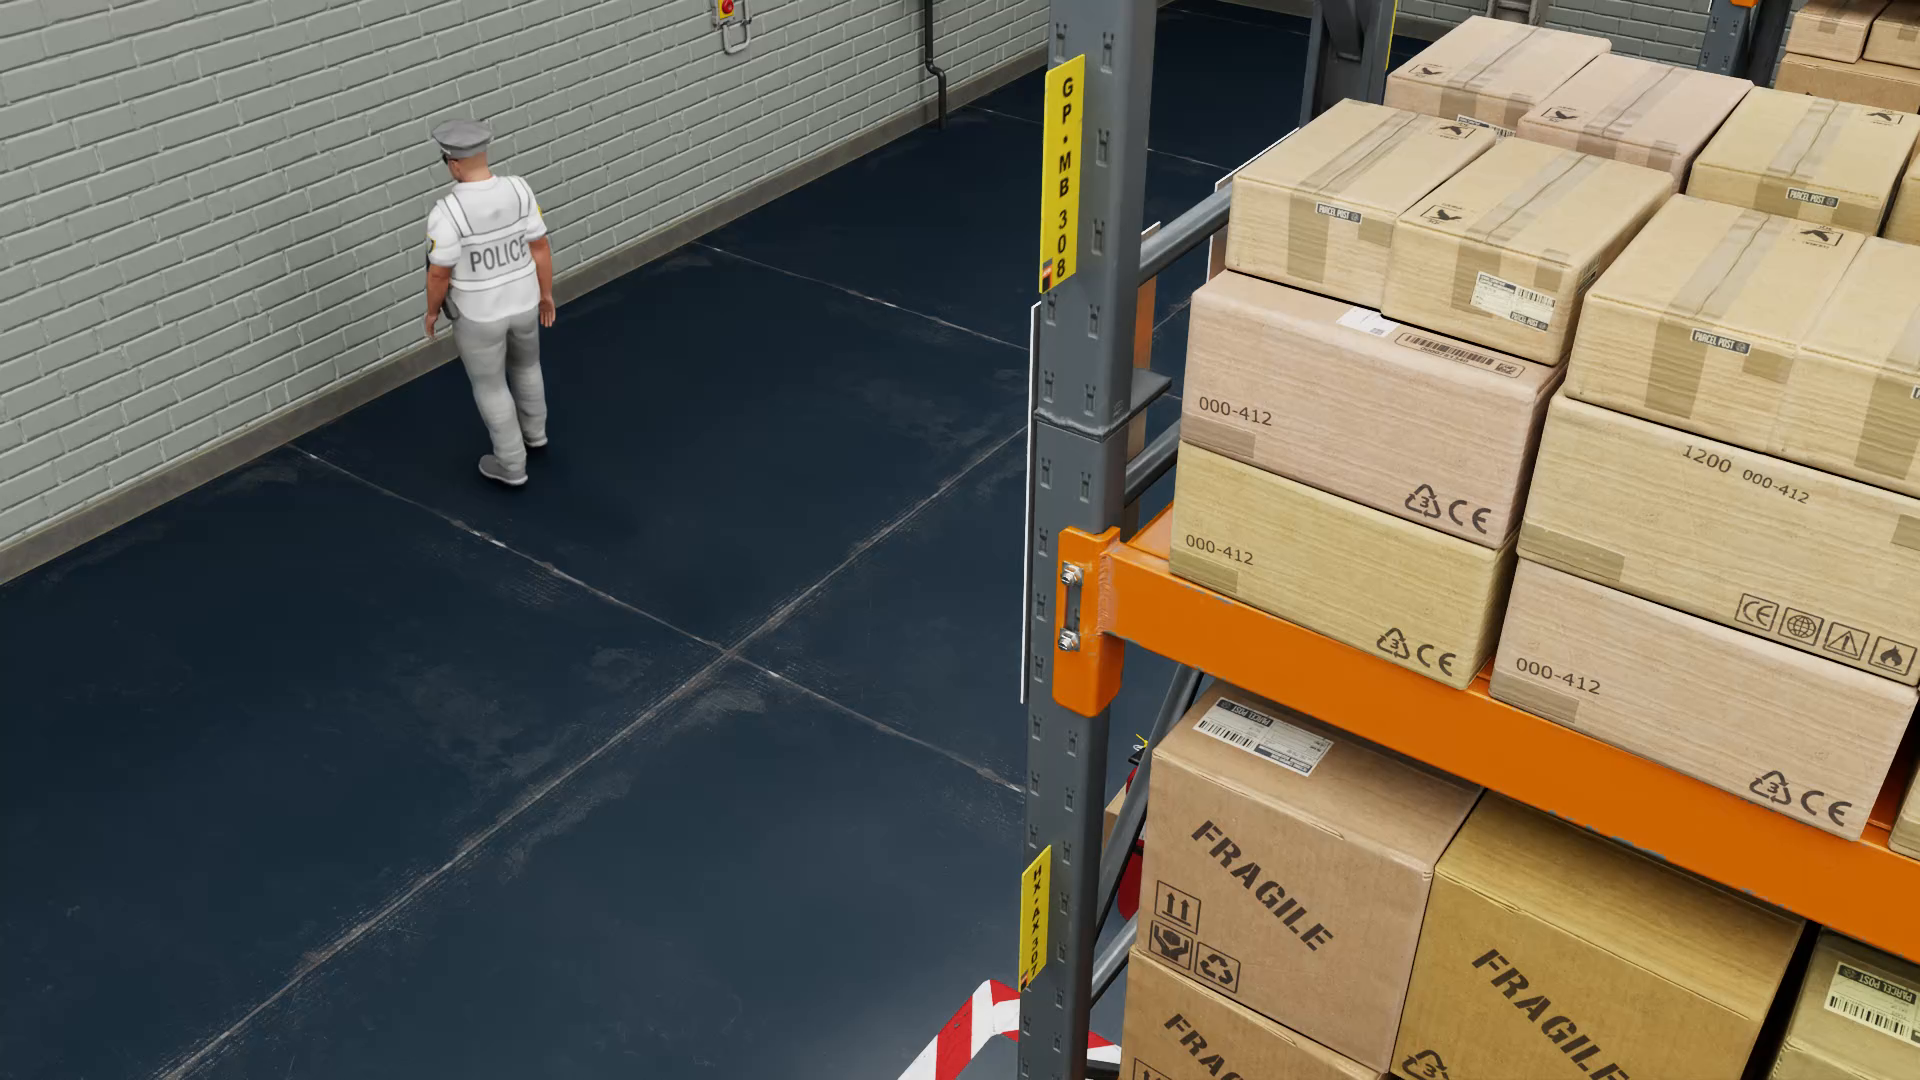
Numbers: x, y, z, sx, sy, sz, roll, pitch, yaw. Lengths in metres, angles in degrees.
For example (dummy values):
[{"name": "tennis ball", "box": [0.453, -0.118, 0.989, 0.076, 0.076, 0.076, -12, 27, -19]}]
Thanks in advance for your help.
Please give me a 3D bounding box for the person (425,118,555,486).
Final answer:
[{"name": "person", "box": [-2.222, -1.099, 7.733, 0.562, 1.773, 0.576, 28, 43, 35]}]
